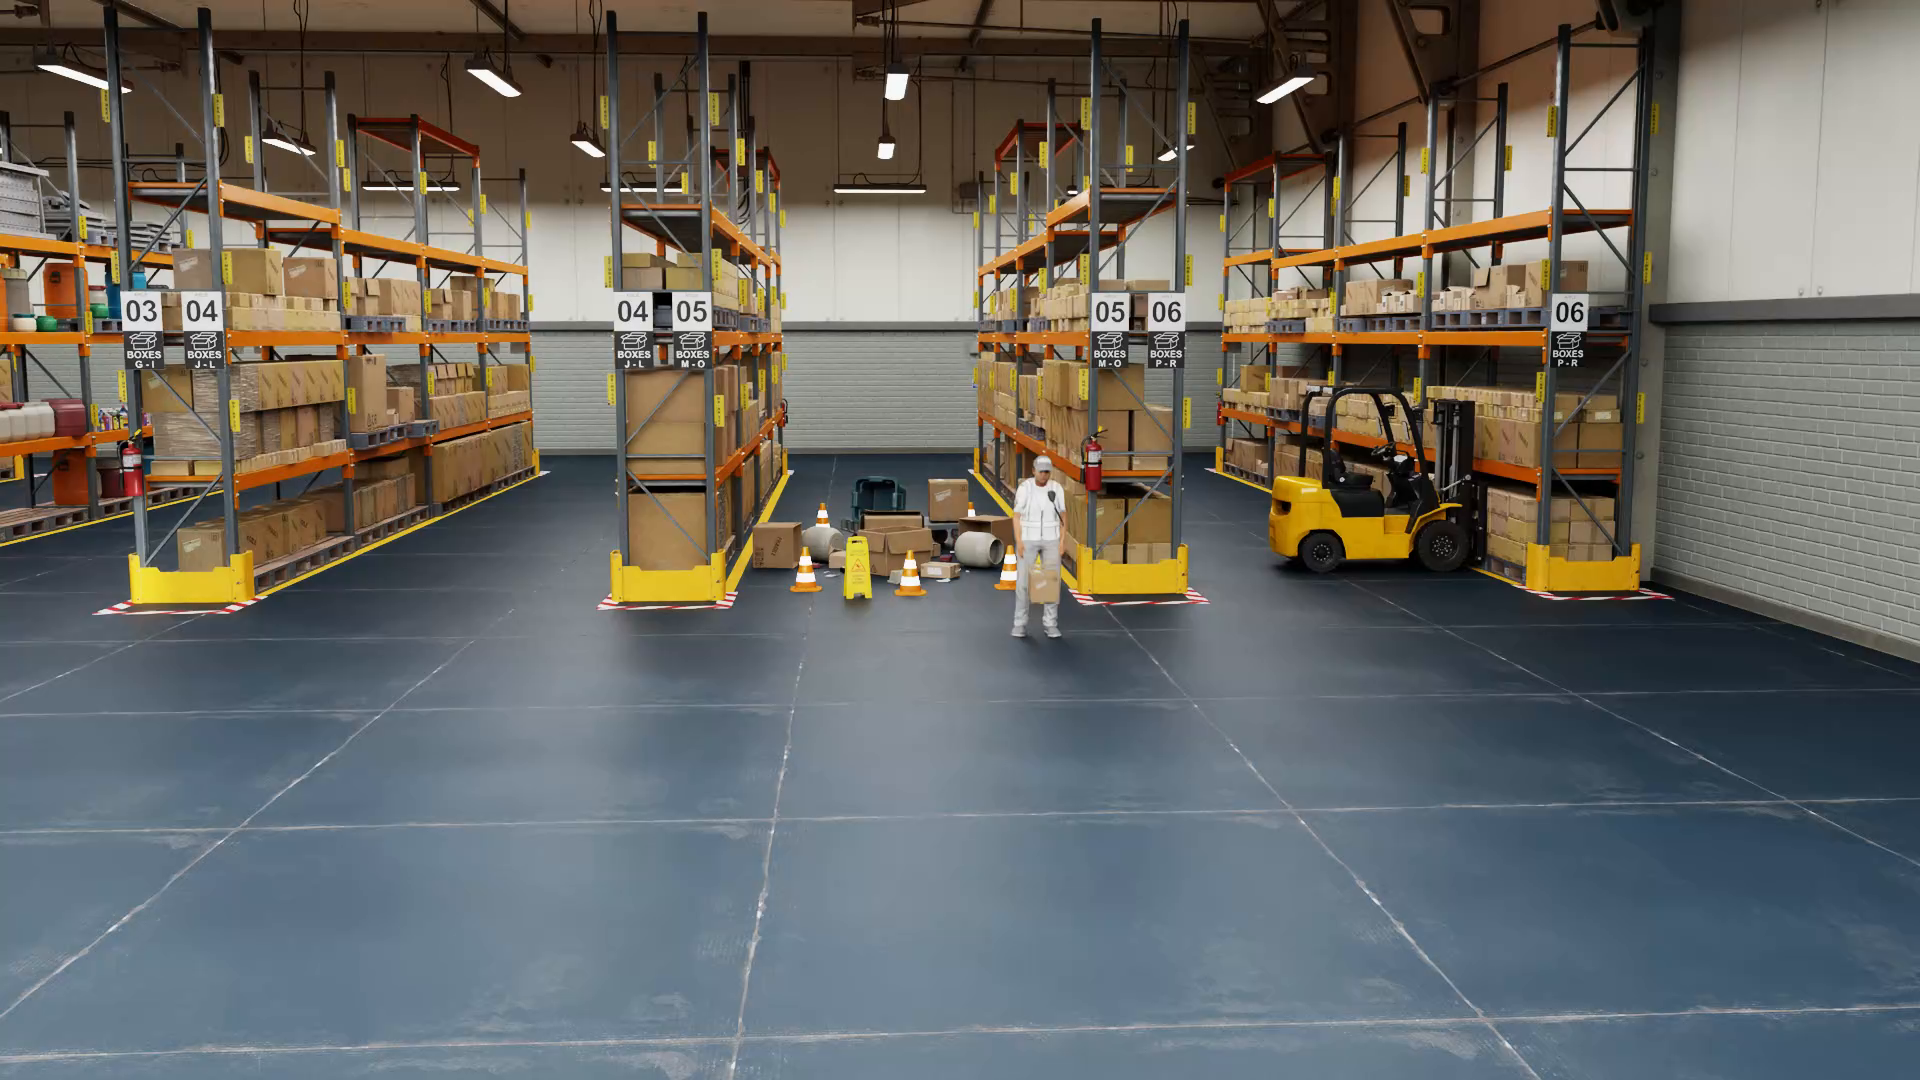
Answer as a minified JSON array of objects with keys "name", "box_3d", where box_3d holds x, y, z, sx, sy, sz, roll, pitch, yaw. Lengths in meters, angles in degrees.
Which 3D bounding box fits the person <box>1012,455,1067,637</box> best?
[{"name":"person","box_3d":[0.729,0.047,15.328,0.526,1.670,0.452,-1,7,-5]}]
